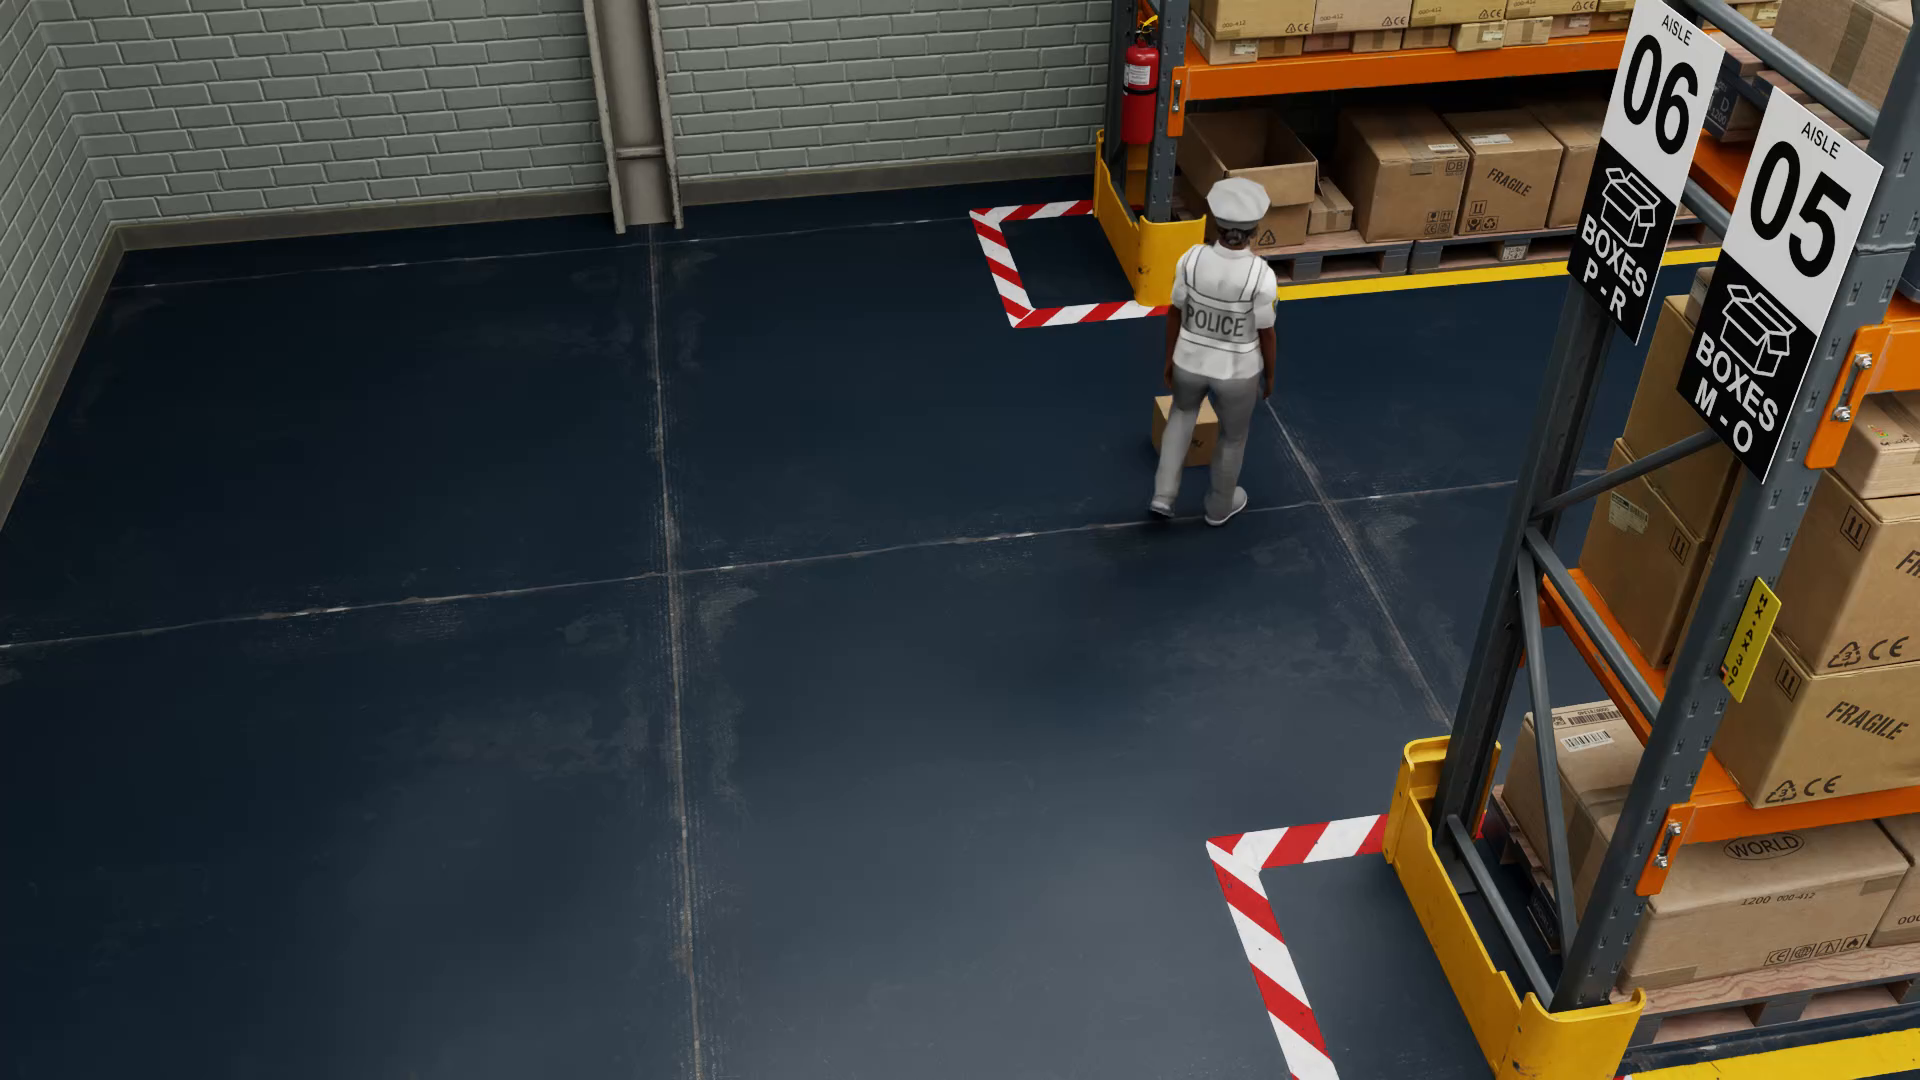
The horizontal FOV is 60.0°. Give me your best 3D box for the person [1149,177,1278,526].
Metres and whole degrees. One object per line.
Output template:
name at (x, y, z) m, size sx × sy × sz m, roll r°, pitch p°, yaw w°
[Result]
person at (1.115, -0.753, 7.095) m, size 0.470 × 1.701 × 0.449 m, roll 17°, pitch 42°, yaw 20°
